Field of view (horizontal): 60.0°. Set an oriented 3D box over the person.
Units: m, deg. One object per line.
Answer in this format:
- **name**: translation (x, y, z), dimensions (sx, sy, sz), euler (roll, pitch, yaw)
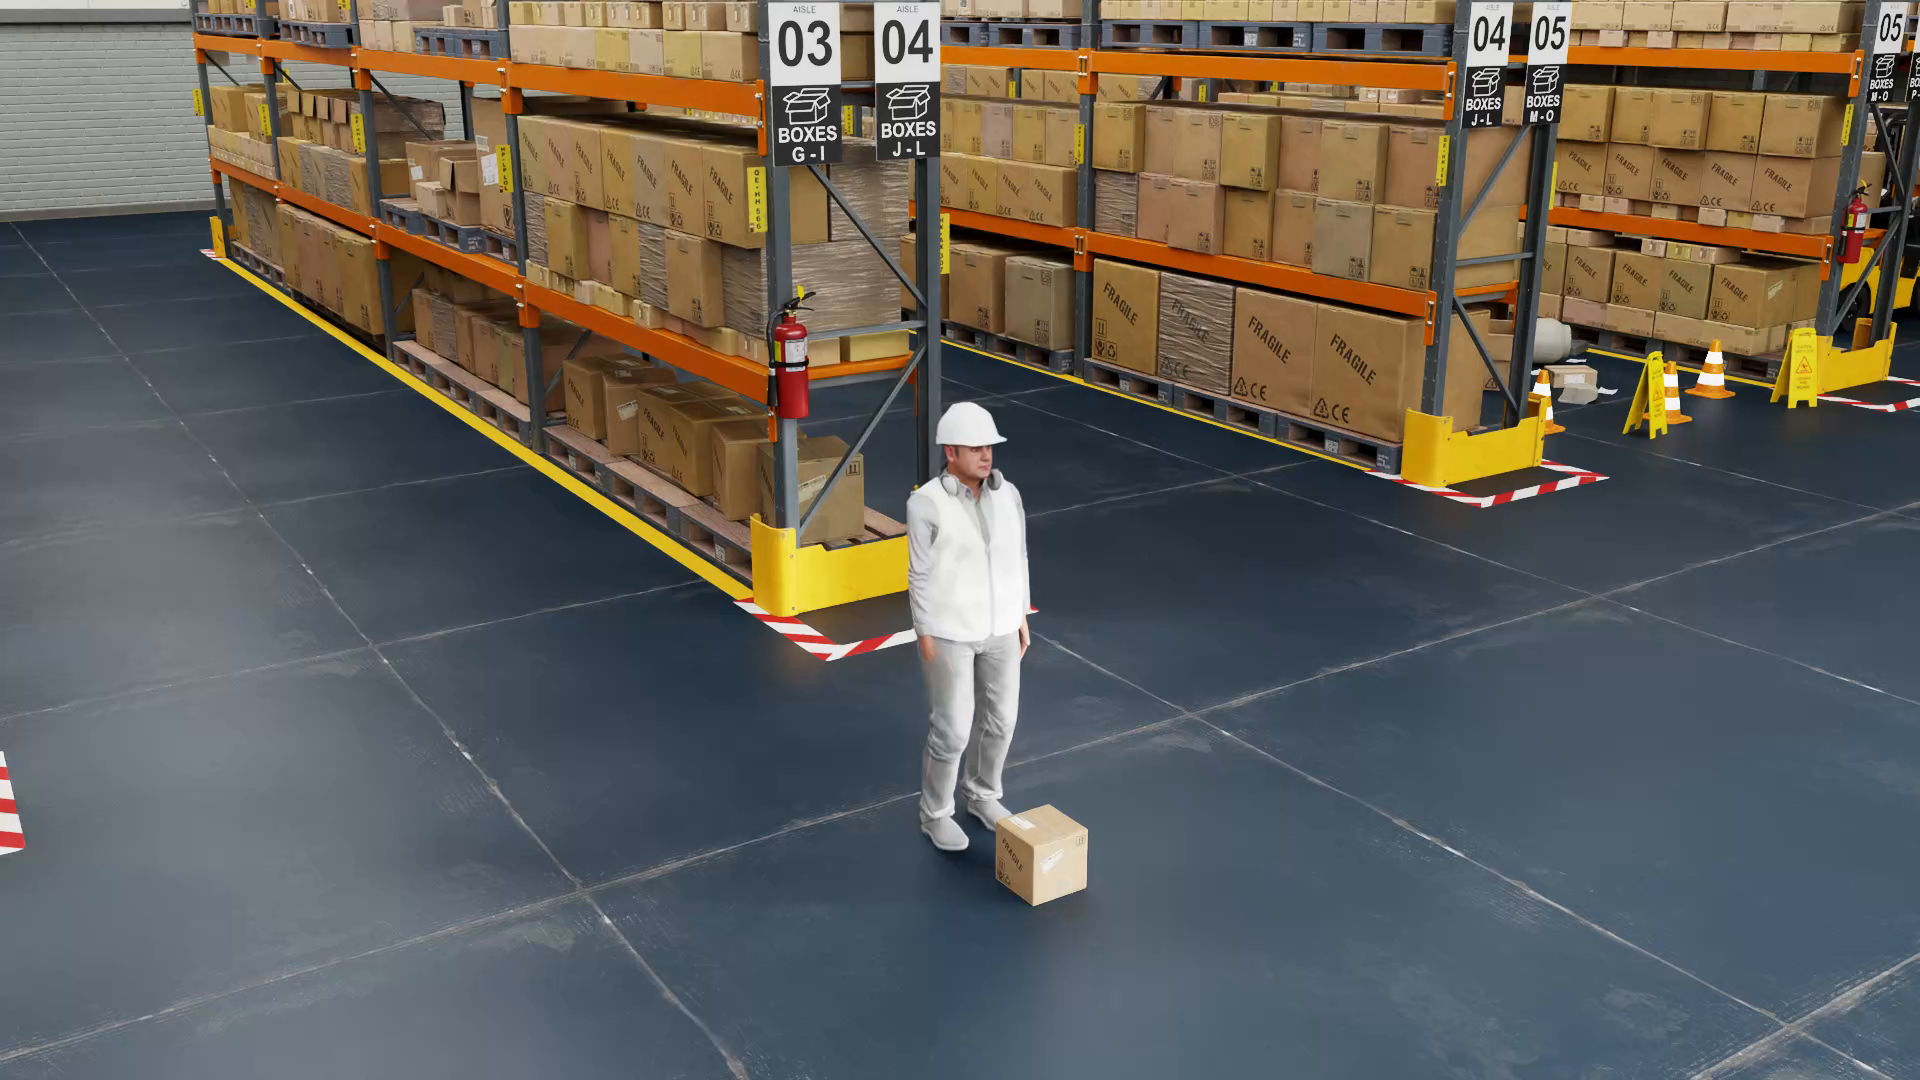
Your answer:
- **person**: translation (0.052, 0.335, 6.495), dimensions (0.532, 1.765, 0.375), euler (-11, 21, -30)
